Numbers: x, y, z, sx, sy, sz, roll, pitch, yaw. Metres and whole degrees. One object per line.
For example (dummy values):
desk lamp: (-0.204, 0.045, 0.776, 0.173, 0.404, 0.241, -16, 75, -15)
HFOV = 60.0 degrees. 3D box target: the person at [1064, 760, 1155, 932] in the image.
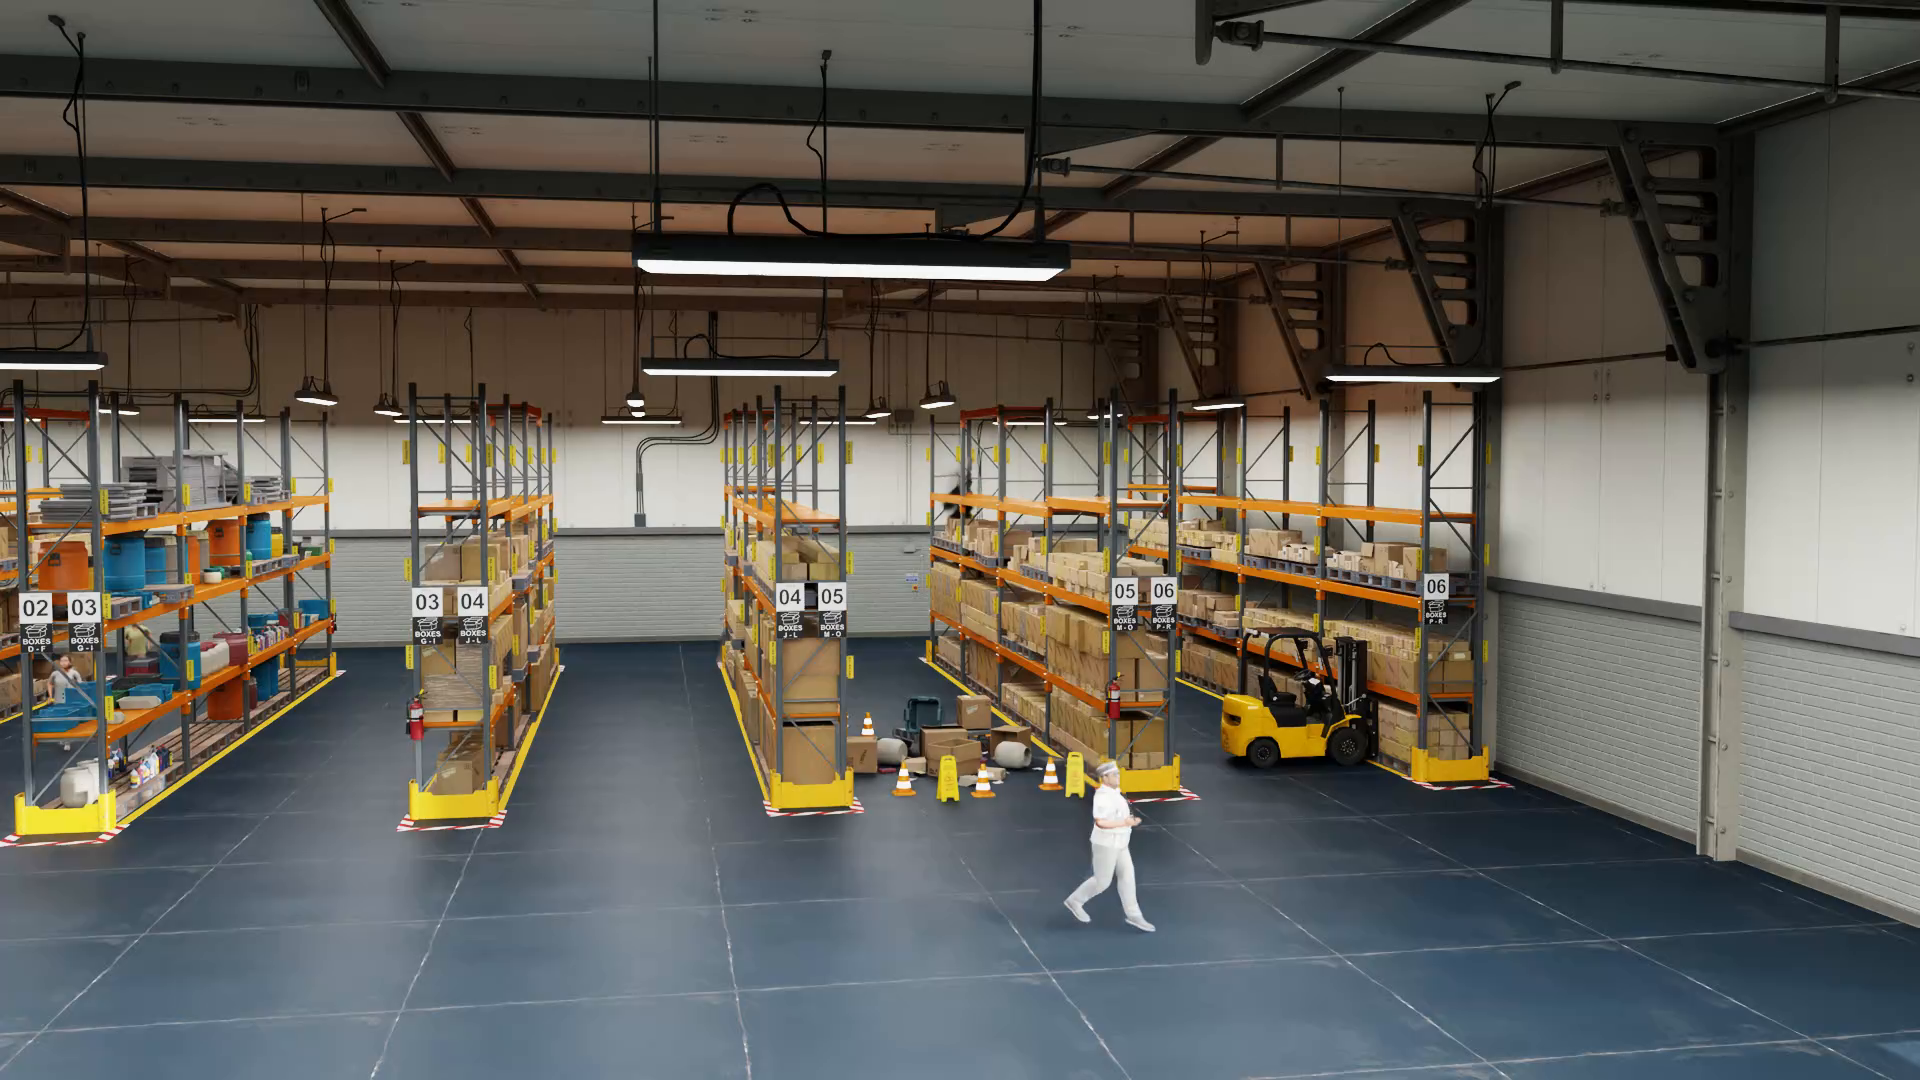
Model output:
person: (1.576, 3.207, 17.517, 0.966, 1.788, 0.659, 1, 3, 25)

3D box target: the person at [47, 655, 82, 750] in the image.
person: (-15.165, 2.757, 28.150, 0.556, 1.627, 0.549, -1, 3, -20)

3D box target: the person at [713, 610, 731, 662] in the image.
person: (-5.523, 2.152, 40.346, 0.857, 1.668, 0.596, -1, 3, -25)

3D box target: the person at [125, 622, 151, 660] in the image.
person: (-17.170, 2.381, 34.651, 0.570, 1.662, 0.968, -1, 3, -22)
